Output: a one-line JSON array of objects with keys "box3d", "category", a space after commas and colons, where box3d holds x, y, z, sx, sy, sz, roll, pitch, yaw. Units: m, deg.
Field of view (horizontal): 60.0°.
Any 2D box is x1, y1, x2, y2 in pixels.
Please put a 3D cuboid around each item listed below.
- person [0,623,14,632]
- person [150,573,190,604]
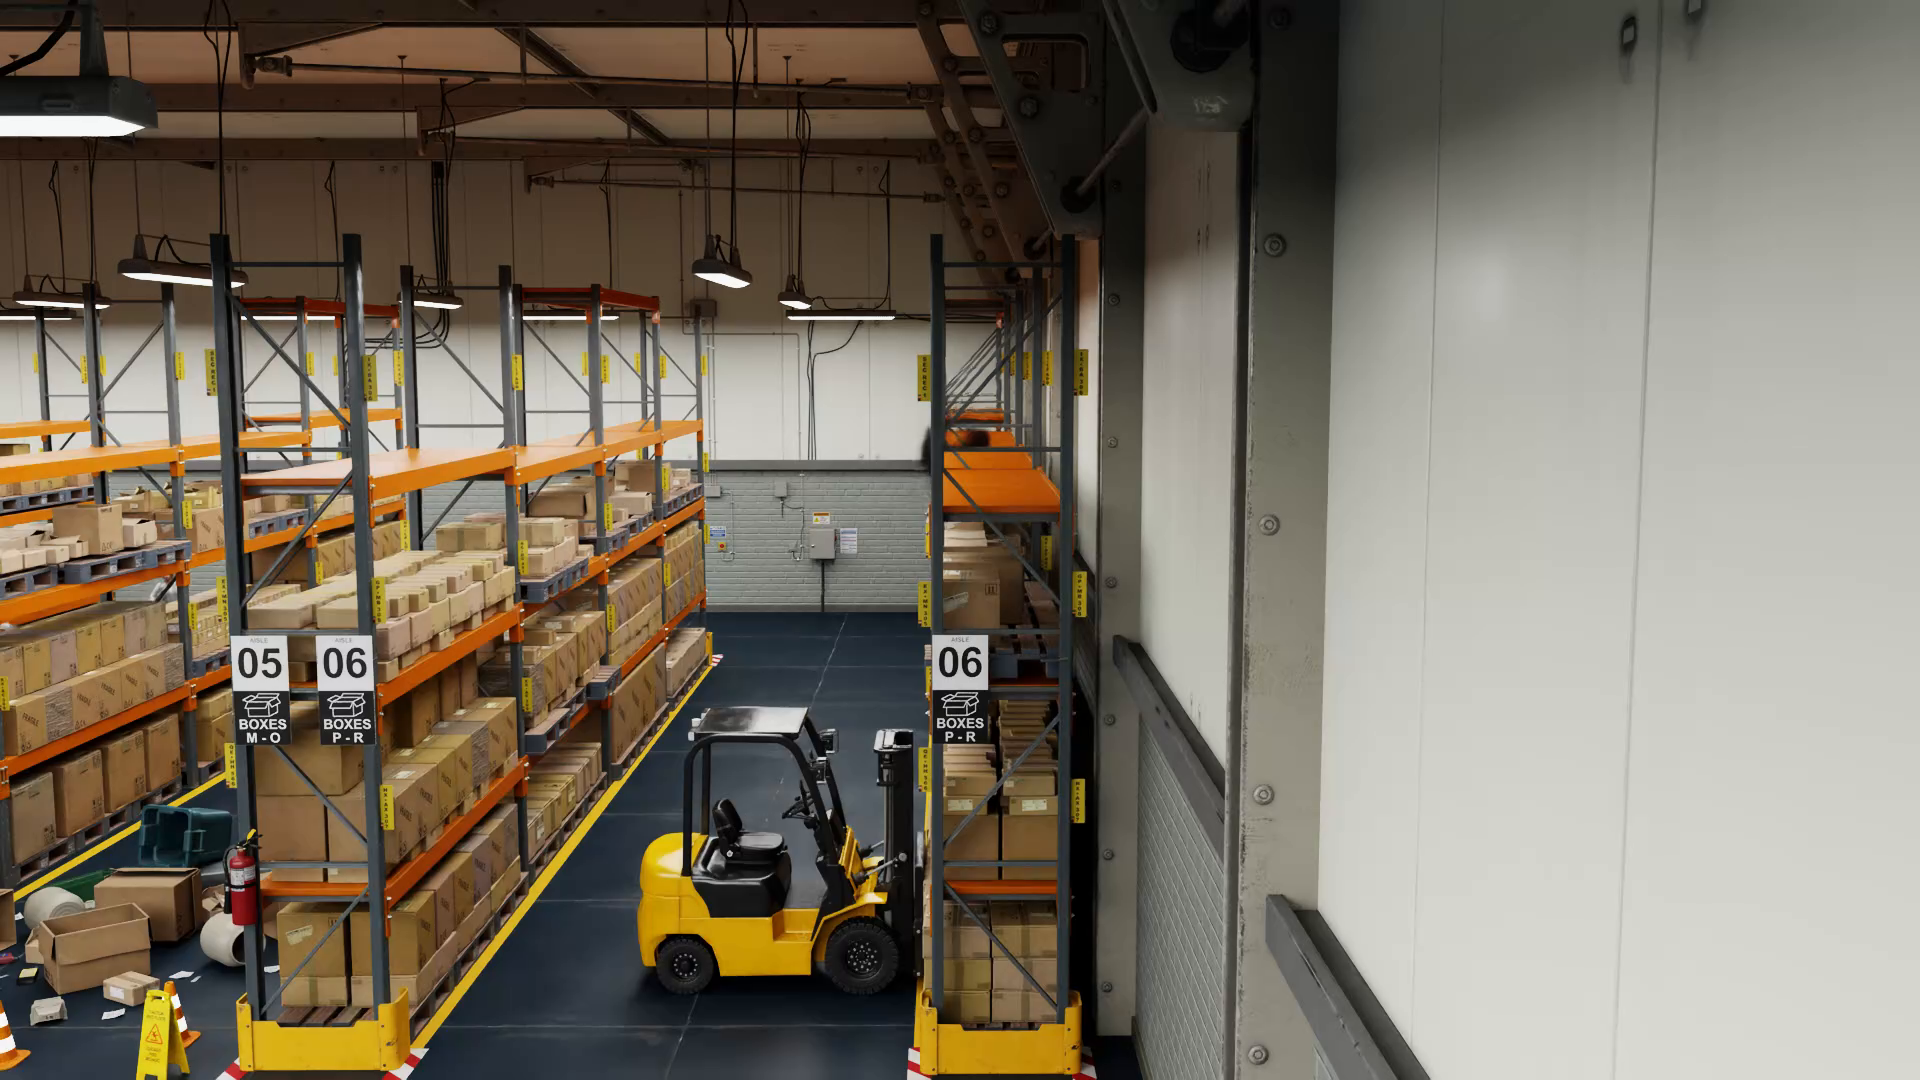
[{"box3d": [-12.748, 1.905, 22.296, 0.623, 1.616, 0.567, -1, 6, -13], "category": "person"}, {"box3d": [-13.364, 1.252, 28.205, 0.606, 1.593, 0.795, -5, 8, -36], "category": "person"}]
